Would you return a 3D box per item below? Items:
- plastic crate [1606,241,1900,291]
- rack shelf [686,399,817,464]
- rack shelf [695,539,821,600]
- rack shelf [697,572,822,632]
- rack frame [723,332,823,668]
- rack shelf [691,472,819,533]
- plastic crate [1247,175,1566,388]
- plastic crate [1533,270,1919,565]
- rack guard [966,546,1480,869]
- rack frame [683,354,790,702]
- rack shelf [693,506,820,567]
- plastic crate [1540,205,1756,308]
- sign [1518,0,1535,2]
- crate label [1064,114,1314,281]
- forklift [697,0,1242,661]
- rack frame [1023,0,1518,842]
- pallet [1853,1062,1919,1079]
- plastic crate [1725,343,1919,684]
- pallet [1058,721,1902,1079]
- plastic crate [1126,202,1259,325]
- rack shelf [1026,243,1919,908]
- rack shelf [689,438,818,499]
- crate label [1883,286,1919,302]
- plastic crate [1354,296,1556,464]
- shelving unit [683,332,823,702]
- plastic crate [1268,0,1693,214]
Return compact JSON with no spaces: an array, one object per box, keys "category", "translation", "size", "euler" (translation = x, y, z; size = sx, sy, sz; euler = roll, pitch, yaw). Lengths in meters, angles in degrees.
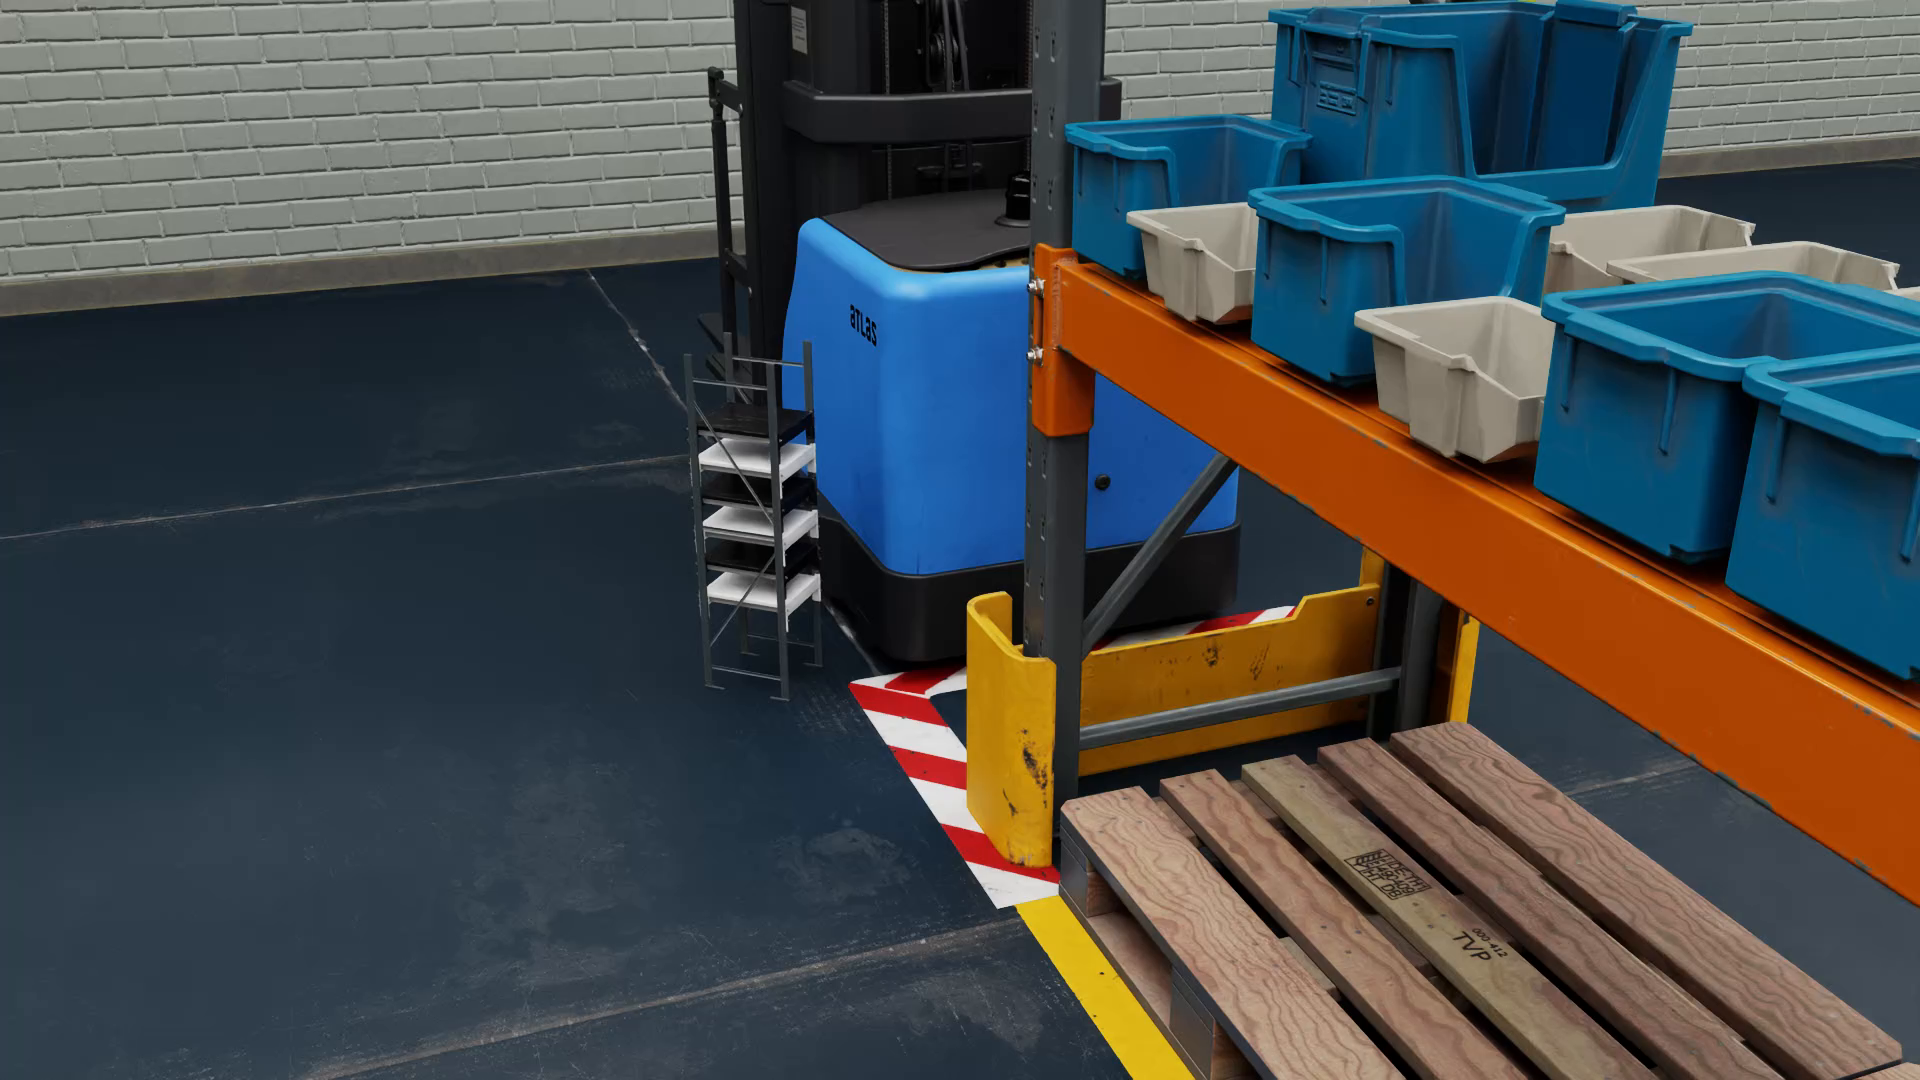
[{"category":"plastic crate","translation":[1.170,-0.331,2.435],"size":[0.396,0.136,0.243],"euler":[-8,24,-19]},{"category":"rack shelf","translation":[-0.515,-0.271,4.125],"size":[0.258,0.077,0.200],"euler":[8,24,19]},{"category":"rack shelf","translation":[-0.515,0.061,4.264],"size":[0.258,0.077,0.200],"euler":[8,24,19]},{"category":"rack shelf","translation":[-0.515,0.144,4.299],"size":[0.258,0.077,0.200],"euler":[8,24,19]},{"category":"rack frame","translation":[-0.480,-0.090,4.304],"size":[0.240,0.900,0.006],"euler":[8,24,19]},{"category":"rack shelf","translation":[-0.515,-0.105,4.195],"size":[0.258,0.077,0.200],"euler":[8,24,19]},{"category":"plastic crate","translation":[0.636,-0.380,2.428],"size":[0.416,0.233,0.300],"euler":[-8,24,-19]},{"category":"plastic crate","translation":[0.868,-0.141,1.860],"size":[0.416,0.233,0.300],"euler":[-8,24,-19]},{"category":"rack guard","translation":[0.603,0.341,3.796],"size":[1.175,0.500,0.348],"euler":[-8,24,-19]},{"category":"rack frame","translation":[-0.550,-0.016,4.129],"size":[0.240,0.900,0.006],"euler":[8,24,19]},{"category":"rack shelf","translation":[-0.515,-0.022,4.230],"size":[0.258,0.077,0.200],"euler":[8,24,19]},{"category":"plastic crate","translation":[1.081,-0.438,2.690],"size":[0.396,0.136,0.243],"euler":[-8,24,-19]},{"category":"sign","translation":[1.133,-0.960,3.456],"size":[0.100,0.325,0.005],"euler":[-8,24,-19]},{"category":"crate label","translation":[0.403,-0.619,2.995],"size":[0.416,0.233,0.303],"euler":[-8,24,-19]},{"category":"forklift","translation":[-0.225,-1.578,5.221],"size":[1.130,2.935,3.031],"euler":[-9,24,-19]},{"category":"rack frame","translation":[0.624,-0.804,3.294],"size":[1.000,3.000,0.127],"euler":[-8,24,-19]},{"category":"pallet","translation":[1.306,1.229,2.062],"size":[1.003,0.211,1.213],"euler":[-8,24,-19]},{"category":"plastic crate","translation":[0.974,-0.032,1.601],"size":[0.416,0.233,0.300],"euler":[-8,24,-19]},{"category":"pallet","translation":[0.879,0.786,3.112],"size":[1.003,0.211,1.213],"euler":[-8,24,-19]},{"category":"plastic crate","translation":[0.439,-0.447,2.710],"size":[0.250,0.136,0.298],"euler":[-8,24,-19]},{"category":"rack shelf","translation":[1.331,0.255,1.710],"size":[1.077,0.370,4.000],"euler":[-8,24,-19]},{"category":"rack shelf","translation":[-0.515,-0.188,4.160],"size":[0.258,0.077,0.200],"euler":[8,24,19]},{"category":"crate label","translation":[1.292,-0.233,2.203],"size":[0.396,0.136,0.243],"euler":[-8,24,-19]},{"category":"plastic crate","translation":[0.679,-0.200,2.126],"size":[0.250,0.136,0.298],"euler":[-8,24,-19]},{"category":"shelving unit","translation":[-0.515,-0.053,4.217],"size":[0.258,0.900,0.210],"euler":[8,24,19]},{"category":"plastic crate","translation":[0.917,-0.751,3.048],"size":[0.616,0.435,0.499],"euler":[-8,24,-19]}]
